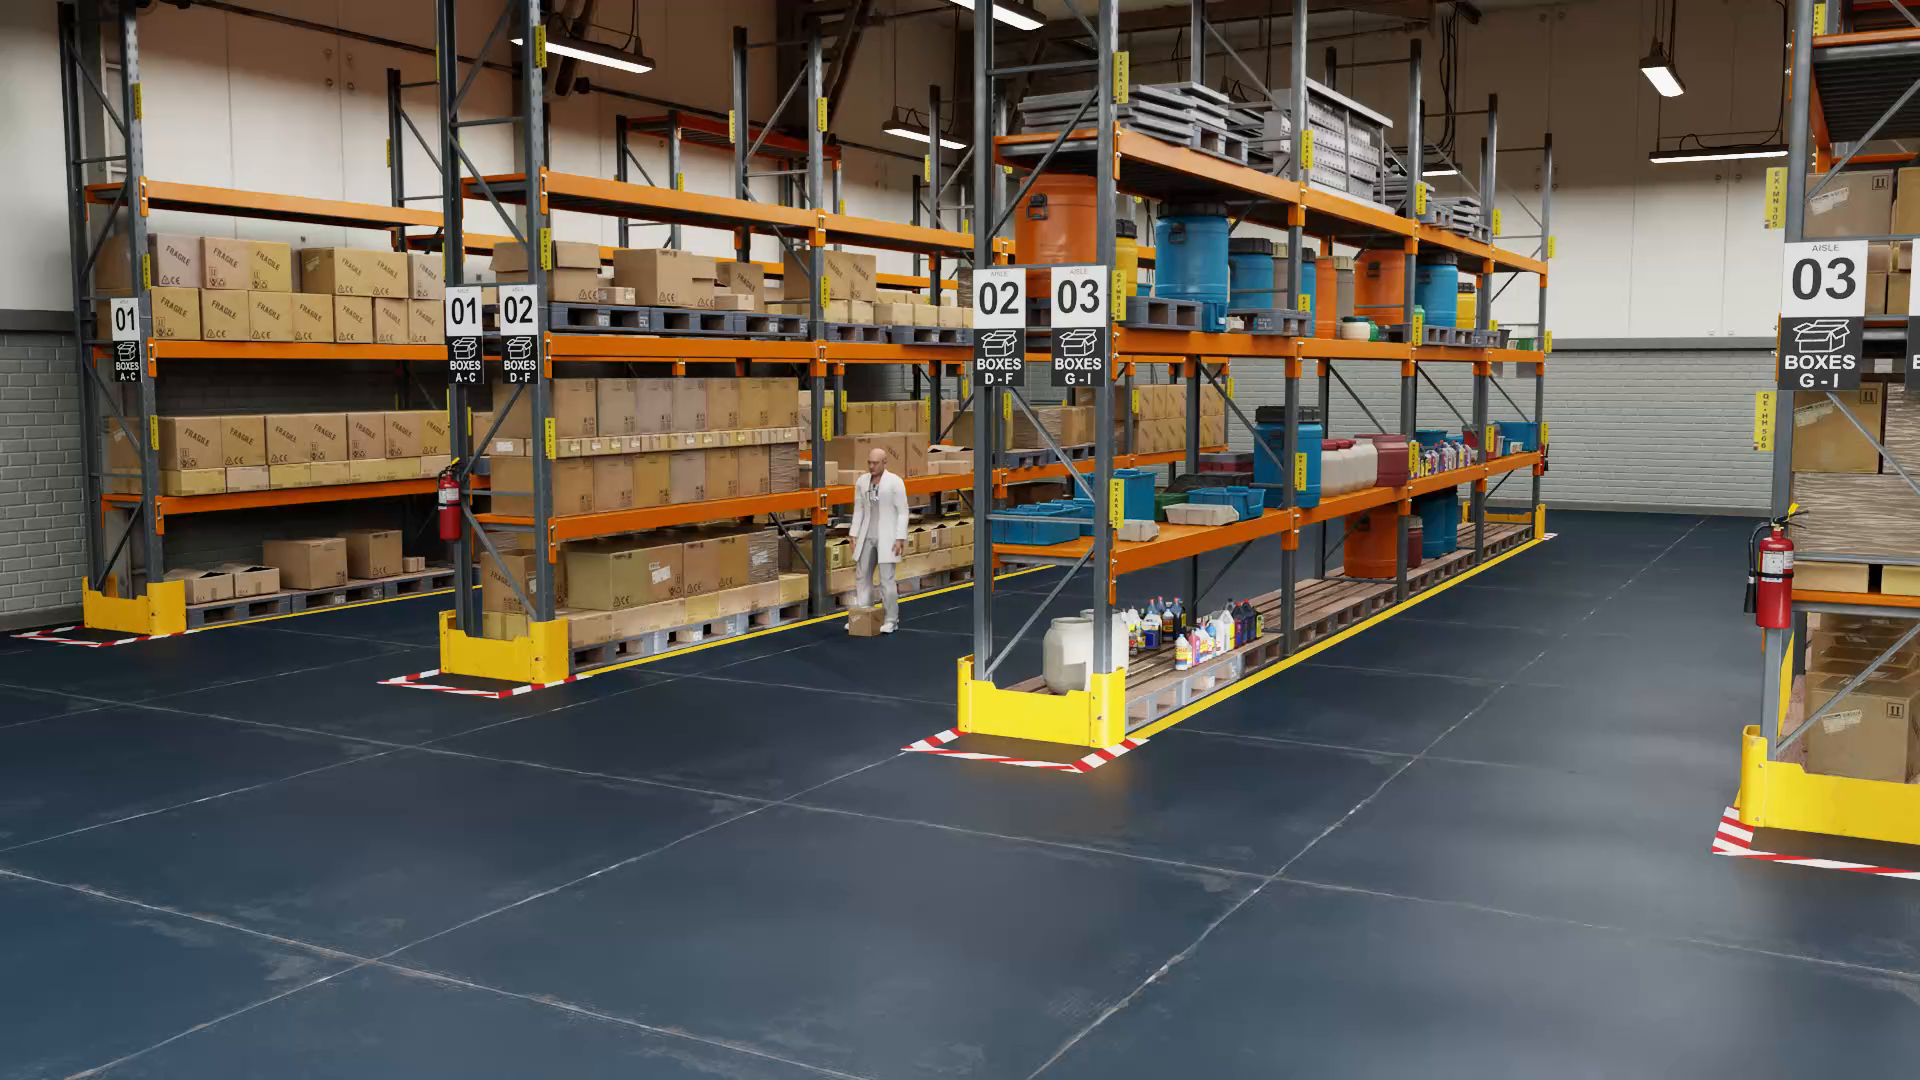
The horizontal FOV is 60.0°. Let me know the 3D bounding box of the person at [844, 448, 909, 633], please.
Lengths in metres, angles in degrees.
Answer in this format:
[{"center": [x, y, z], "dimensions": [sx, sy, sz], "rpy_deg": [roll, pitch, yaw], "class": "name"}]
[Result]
[{"center": [-0.795, -0.003, 16.097], "dimensions": [0.640, 1.773, 0.425], "rpy_deg": [3, 7, 28], "class": "person"}]
